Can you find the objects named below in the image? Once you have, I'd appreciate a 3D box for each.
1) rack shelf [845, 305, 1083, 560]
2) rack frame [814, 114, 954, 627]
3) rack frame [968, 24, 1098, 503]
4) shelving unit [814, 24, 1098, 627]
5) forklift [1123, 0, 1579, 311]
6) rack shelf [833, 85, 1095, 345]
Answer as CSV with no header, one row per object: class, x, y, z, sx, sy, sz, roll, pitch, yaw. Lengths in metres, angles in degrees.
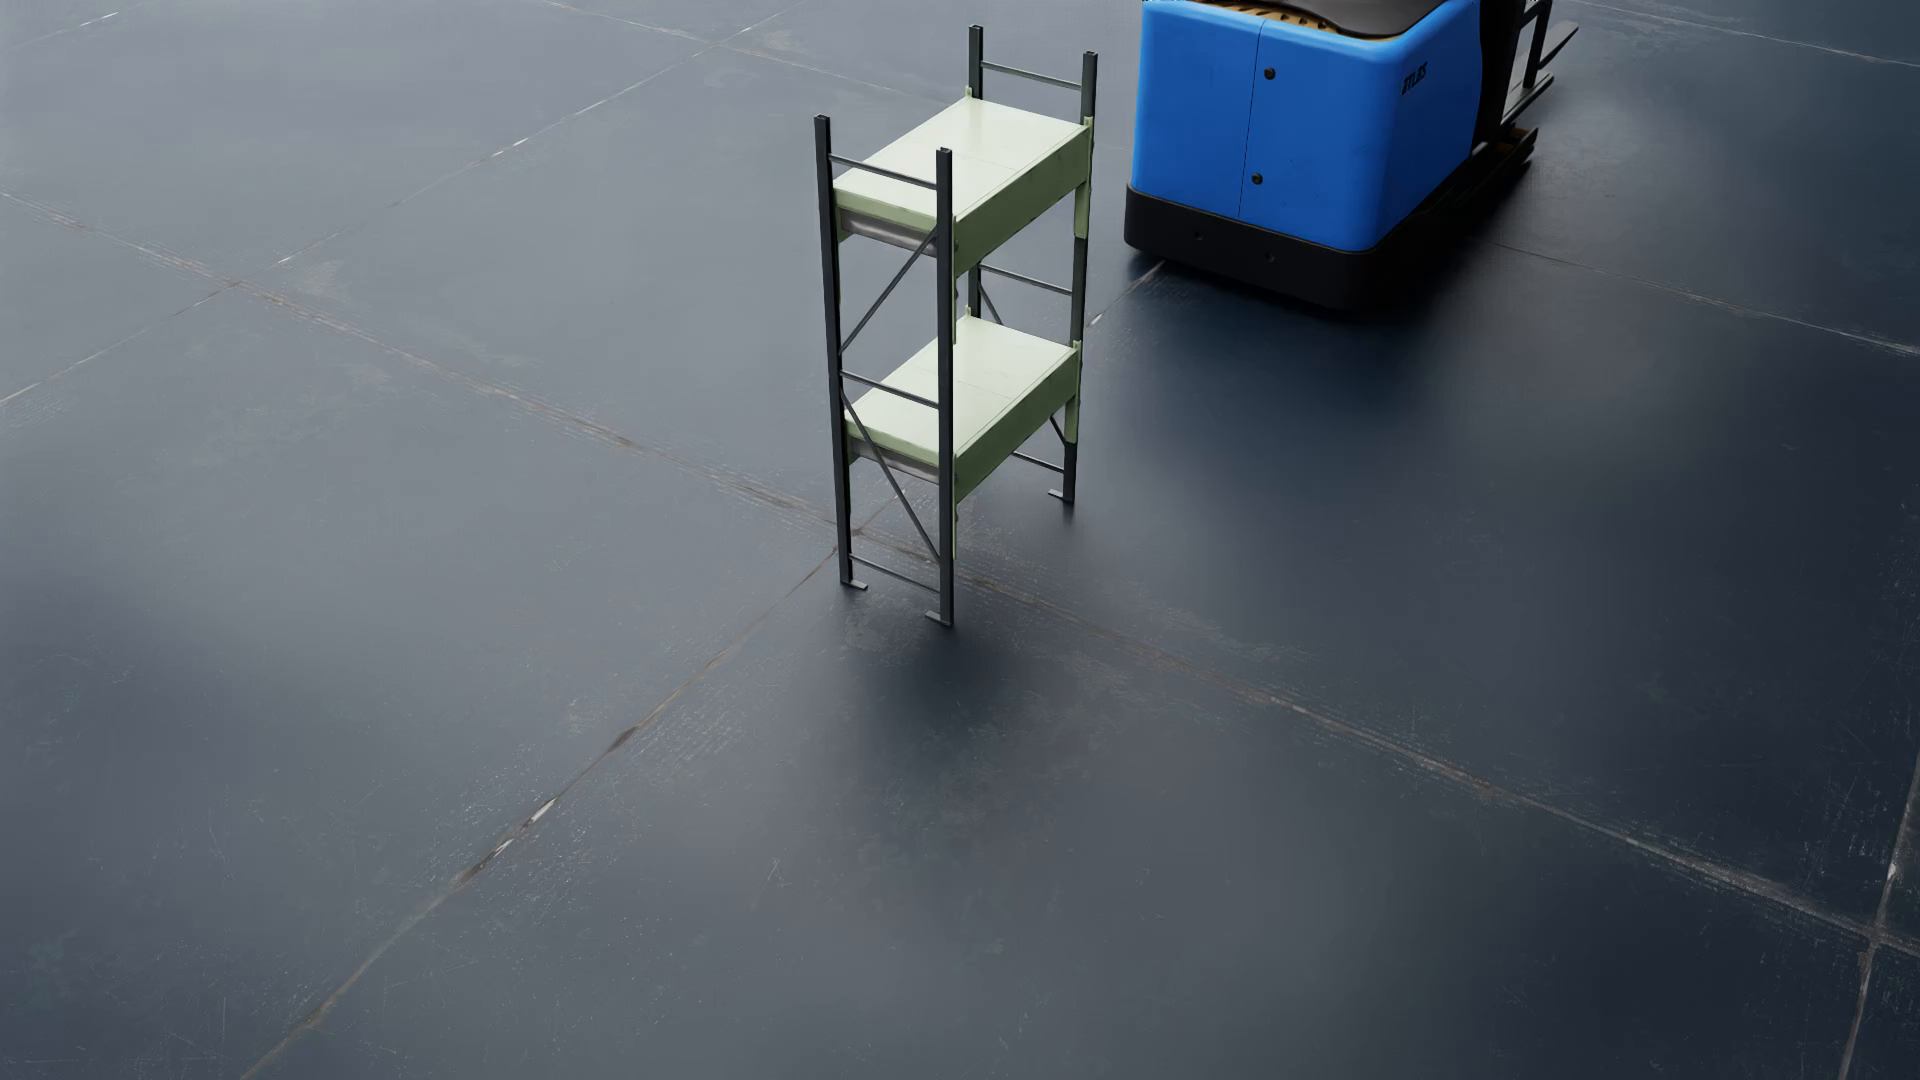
rack shelf,0.004,-0.339,4.996,0.431,0.370,0.720,21,42,25
rack frame,-0.193,-0.409,4.552,0.400,1.500,0.023,21,42,25
rack frame,0.200,-0.786,5.041,0.400,1.500,0.023,21,42,25
shelving unit,0.004,-0.597,4.797,0.431,1.500,0.755,21,42,25
forklift,1.909,-2.882,6.588,1.130,2.935,3.031,23,43,27
rack shelf,0.004,-0.907,4.558,0.431,0.370,0.720,21,42,25
